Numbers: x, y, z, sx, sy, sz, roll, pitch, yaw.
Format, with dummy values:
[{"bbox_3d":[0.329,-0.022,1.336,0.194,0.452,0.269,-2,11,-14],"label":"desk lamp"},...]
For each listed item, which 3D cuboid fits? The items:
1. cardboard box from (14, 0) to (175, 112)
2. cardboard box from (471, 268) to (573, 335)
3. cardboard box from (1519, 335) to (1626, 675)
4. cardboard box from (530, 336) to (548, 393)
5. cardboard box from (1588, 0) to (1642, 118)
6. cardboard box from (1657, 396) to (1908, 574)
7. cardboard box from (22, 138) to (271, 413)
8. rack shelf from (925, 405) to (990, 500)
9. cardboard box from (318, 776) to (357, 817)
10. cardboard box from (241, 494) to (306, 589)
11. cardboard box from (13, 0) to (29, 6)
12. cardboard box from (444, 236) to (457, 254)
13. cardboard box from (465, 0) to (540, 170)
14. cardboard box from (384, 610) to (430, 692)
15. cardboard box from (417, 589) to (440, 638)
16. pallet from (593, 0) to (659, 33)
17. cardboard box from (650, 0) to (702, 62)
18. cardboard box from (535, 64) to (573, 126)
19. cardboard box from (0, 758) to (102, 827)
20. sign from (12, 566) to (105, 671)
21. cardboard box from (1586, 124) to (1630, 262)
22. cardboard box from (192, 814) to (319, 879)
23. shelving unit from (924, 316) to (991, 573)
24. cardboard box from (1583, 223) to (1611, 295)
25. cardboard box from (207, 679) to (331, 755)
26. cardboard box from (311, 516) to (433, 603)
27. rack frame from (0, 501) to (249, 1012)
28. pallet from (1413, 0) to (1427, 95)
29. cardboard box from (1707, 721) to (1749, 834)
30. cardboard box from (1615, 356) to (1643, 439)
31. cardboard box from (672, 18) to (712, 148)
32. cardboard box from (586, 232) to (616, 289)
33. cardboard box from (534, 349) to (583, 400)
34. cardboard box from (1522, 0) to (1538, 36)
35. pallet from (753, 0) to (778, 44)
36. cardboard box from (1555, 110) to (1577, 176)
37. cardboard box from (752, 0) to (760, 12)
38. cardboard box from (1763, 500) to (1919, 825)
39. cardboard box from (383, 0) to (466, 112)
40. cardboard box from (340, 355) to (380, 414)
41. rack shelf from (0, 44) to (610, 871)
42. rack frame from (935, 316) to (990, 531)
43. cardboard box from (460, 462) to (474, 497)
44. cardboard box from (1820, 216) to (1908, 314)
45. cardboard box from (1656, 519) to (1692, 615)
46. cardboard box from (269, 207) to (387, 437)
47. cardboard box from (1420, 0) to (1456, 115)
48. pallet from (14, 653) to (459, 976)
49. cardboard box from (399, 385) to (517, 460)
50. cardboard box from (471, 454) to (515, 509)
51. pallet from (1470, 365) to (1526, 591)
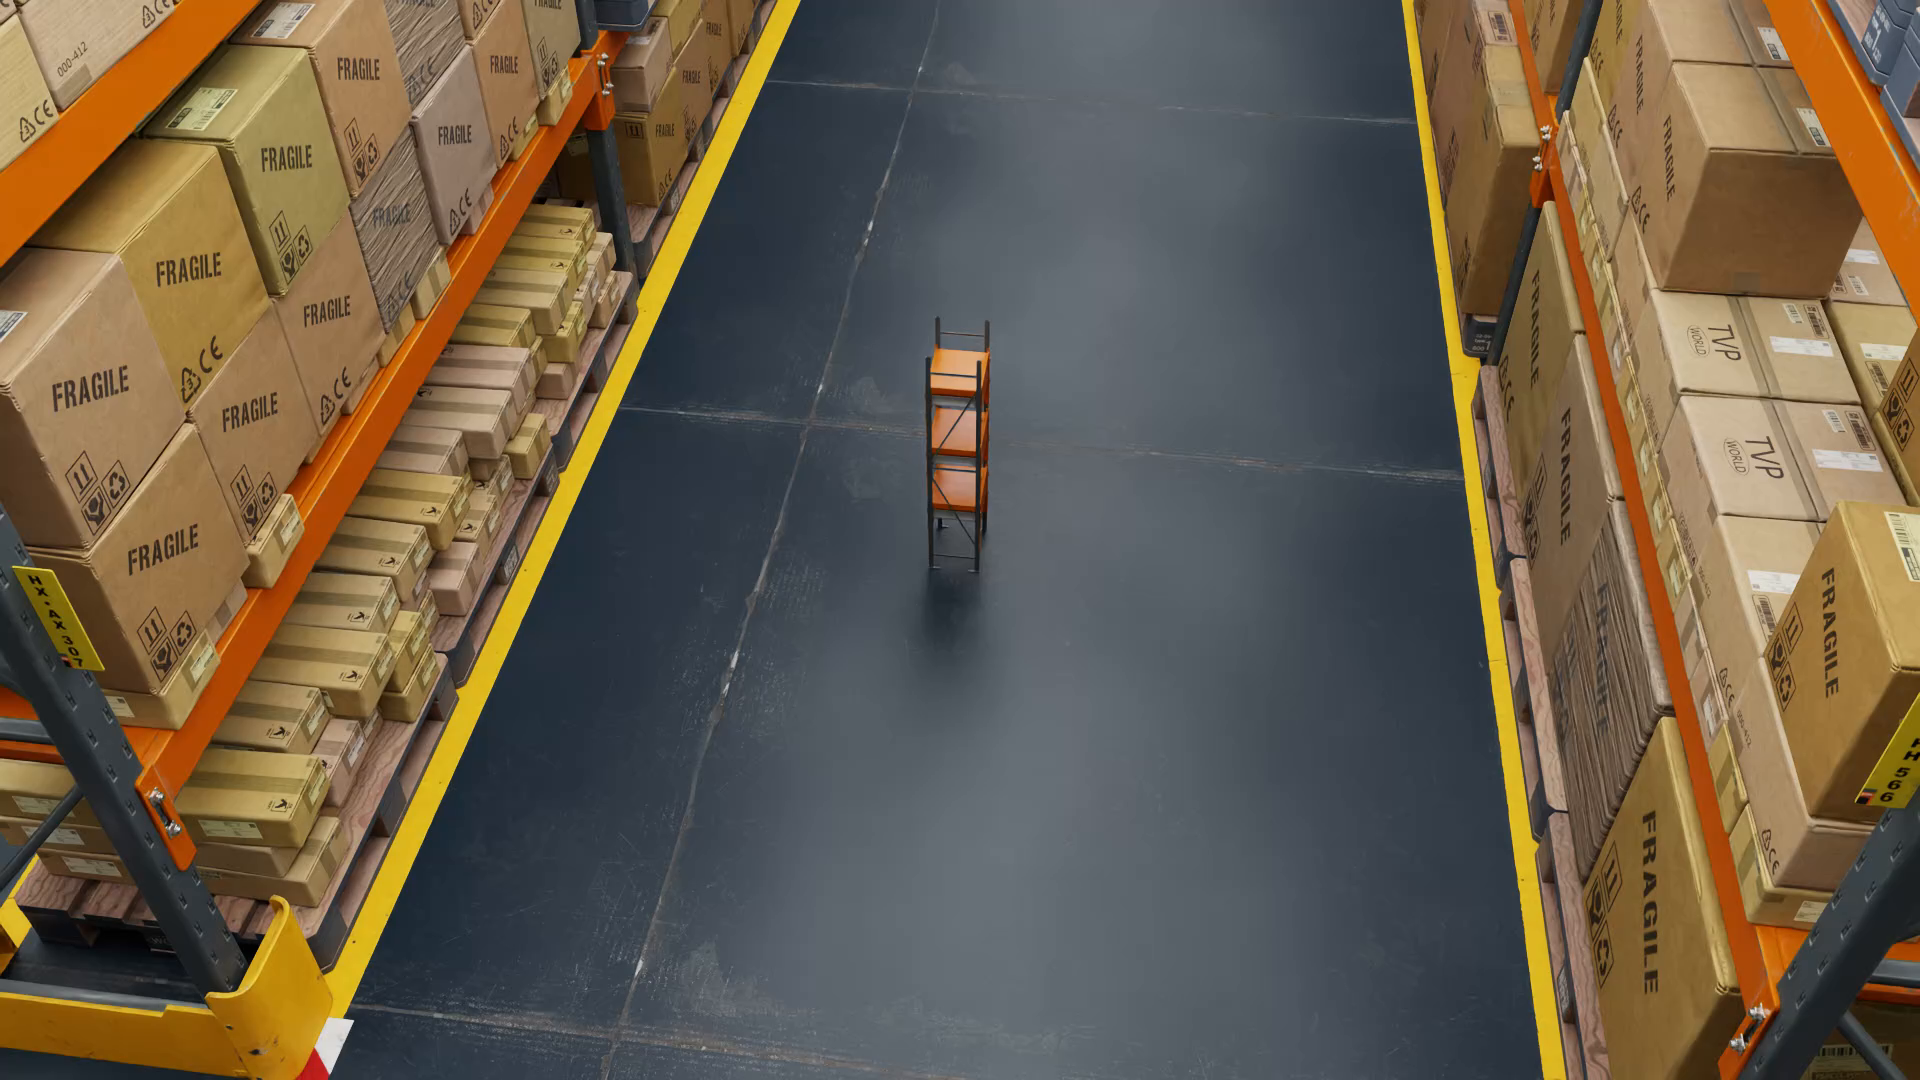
[{"bbox_3d":[-2.184,-1.231,3.795,0.500,0.250,0.500,7,44,7],"label":"cardboard box"},{"bbox_3d":[-1.851,-1.000,6.960,0.380,0.149,0.250,5,44,5],"label":"cardboard box"},{"bbox_3d":[2.576,-0.086,5.899,0.875,0.875,0.875,5,44,6],"label":"cardboard box"},{"bbox_3d":[-1.940,-0.731,6.892,0.380,0.149,0.250,6,44,6],"label":"cardboard box"},{"bbox_3d":[2.545,-1.784,5.799,0.500,0.500,0.500,5,44,6],"label":"cardboard box"},{"bbox_3d":[2.268,-0.135,4.604,0.500,0.250,0.500,4,44,4],"label":"cardboard box"},{"bbox_3d":[-2.188,-0.688,4.279,0.500,0.500,0.500,6,44,7],"label":"cardboard box"},{"bbox_3d":[-0.007,-0.337,6.358,0.215,0.259,0.240,5,44,6],"label":"rack shelf"},{"bbox_3d":[-2.230,0.814,5.476,0.380,0.149,0.250,5,44,5],"label":"cardboard box"},{"bbox_3d":[-2.121,-0.010,4.762,0.380,0.149,0.250,4,44,4],"label":"cardboard box"},{"bbox_3d":[-2.187,-1.402,3.613,0.500,0.250,0.500,5,44,5],"label":"cardboard box"},{"bbox_3d":[-2.019,-1.081,5.893,0.380,0.149,0.250,5,44,5],"label":"cardboard box"},{"bbox_3d":[-1.895,-1.716,6.091,0.500,0.500,0.500,4,44,4],"label":"cardboard box"},{"bbox_3d":[-2.068,0.365,5.734,0.380,0.149,0.250,7,44,7],"label":"cardboard box"},{"bbox_3d":[-2.123,0.298,6.022,0.380,0.149,0.250,5,44,6],"label":"cardboard box"},{"bbox_3d":[-1.796,-2.719,7.579,1.003,0.211,1.213,5,44,6],"label":"pallet"},{"bbox_3d":[-1.614,-2.640,8.324,0.500,0.250,0.500,6,44,7],"label":"cardboard box"},{"bbox_3d":[-1.773,-1.788,6.639,0.380,0.149,0.250,4,44,4],"label":"cardboard box"},{"bbox_3d":[-2.752,0.728,5.135,0.380,0.149,0.250,6,44,6],"label":"cardboard box"},{"bbox_3d":[-2.033,0.180,3.748,0.100,0.325,0.005,5,44,6],"label":"sign"},{"bbox_3d":[2.469,-1.180,5.707,0.500,0.250,0.500,5,44,5],"label":"cardboard box"},{"bbox_3d":[-2.247,0.886,5.184,0.380,0.149,0.250,7,44,7],"label":"cardboard box"},{"bbox_3d":[-0.007,-0.345,6.351,0.215,1.050,0.252,5,44,6],"label":"shelving unit"},{"bbox_3d":[2.391,-0.960,5.765,0.380,0.149,0.250,4,44,4],"label":"cardboard box"},{"bbox_3d":[-2.247,0.587,5.284,0.380,0.149,0.250,6,44,6],"label":"cardboard box"},{"bbox_3d":[-2.090,0.062,5.838,0.380,0.149,0.250,7,44,7],"label":"cardboard box"},{"bbox_3d":[-2.570,0.445,4.098,1.000,3.000,0.127,5,44,6],"label":"rack frame"},{"bbox_3d":[3.211,-2.944,9.706,1.003,0.211,1.213,5,44,6],"label":"pallet"},{"bbox_3d":[2.086,0.606,4.111,0.380,0.149,0.250,6,44,6],"label":"cardboard box"},{"bbox_3d":[2.288,-0.436,5.211,0.380,0.149,0.250,4,44,4],"label":"cardboard box"},{"bbox_3d":[-1.613,-2.366,8.579,0.500,0.500,0.500,7,44,7],"label":"cardboard box"},{"bbox_3d":[-1.768,-1.262,7.453,0.380,0.149,0.250,6,44,6],"label":"cardboard box"},{"bbox_3d":[-1.844,-0.744,7.122,0.380,0.149,0.250,4,44,4],"label":"cardboard box"},{"bbox_3d":[2.725,-2.477,7.112,0.500,0.500,0.500,7,44,7],"label":"cardboard box"},{"bbox_3d":[-1.618,-3.462,10.252,1.003,0.211,1.213,5,44,6],"label":"pallet"},{"bbox_3d":[2.493,-1.498,6.333,0.380,0.149,0.250,5,44,6],"label":"cardboard box"},{"bbox_3d":[-1.413,-3.426,9.699,0.500,0.500,0.500,7,44,7],"label":"cardboard box"},{"bbox_3d":[2.137,0.283,3.616,0.500,0.500,0.500,6,44,6],"label":"cardboard box"},{"bbox_3d":[-1.980,-1.743,5.393,0.500,0.500,0.500,6,44,7],"label":"cardboard box"},{"bbox_3d":[-2.102,-0.547,5.329,0.380,0.149,0.250,4,44,5],"label":"cardboard box"},{"bbox_3d":[-2.306,-0.656,5.785,1.077,0.370,4.000,5,44,6],"label":"rack shelf"},{"bbox_3d":[0.009,-0.428,6.438,0.200,1.050,0.008,5,44,6],"label":"rack frame"},{"bbox_3d":[-2.087,-0.196,6.327,0.380,0.149,0.250,7,44,7],"label":"cardboard box"},{"bbox_3d":[2.930,-0.789,5.294,0.500,0.250,0.500,6,44,6],"label":"cardboard box"},{"bbox_3d":[2.187,0.088,4.659,0.380,0.149,0.250,4,44,5],"label":"cardboard box"},{"bbox_3d":[-2.114,-0.679,4.997,0.500,0.500,0.500,6,44,6],"label":"cardboard box"},{"bbox_3d":[3.153,-2.793,8.758,1.225,0.875,0.875,5,44,6],"label":"cardboard box"},{"bbox_3d":[-2.418,0.856,5.693,1.003,0.211,1.213,5,44,6],"label":"pallet"},{"bbox_3d":[-1.930,-0.452,6.381,0.380,0.149,0.250,4,44,4],"label":"cardboard box"},{"bbox_3d":[-1.994,-0.223,6.572,0.380,0.149,0.250,6,44,6],"label":"cardboard box"},{"bbox_3d":[2.683,-0.237,6.847,1.003,0.211,1.213,5,44,6],"label":"pallet"}]
